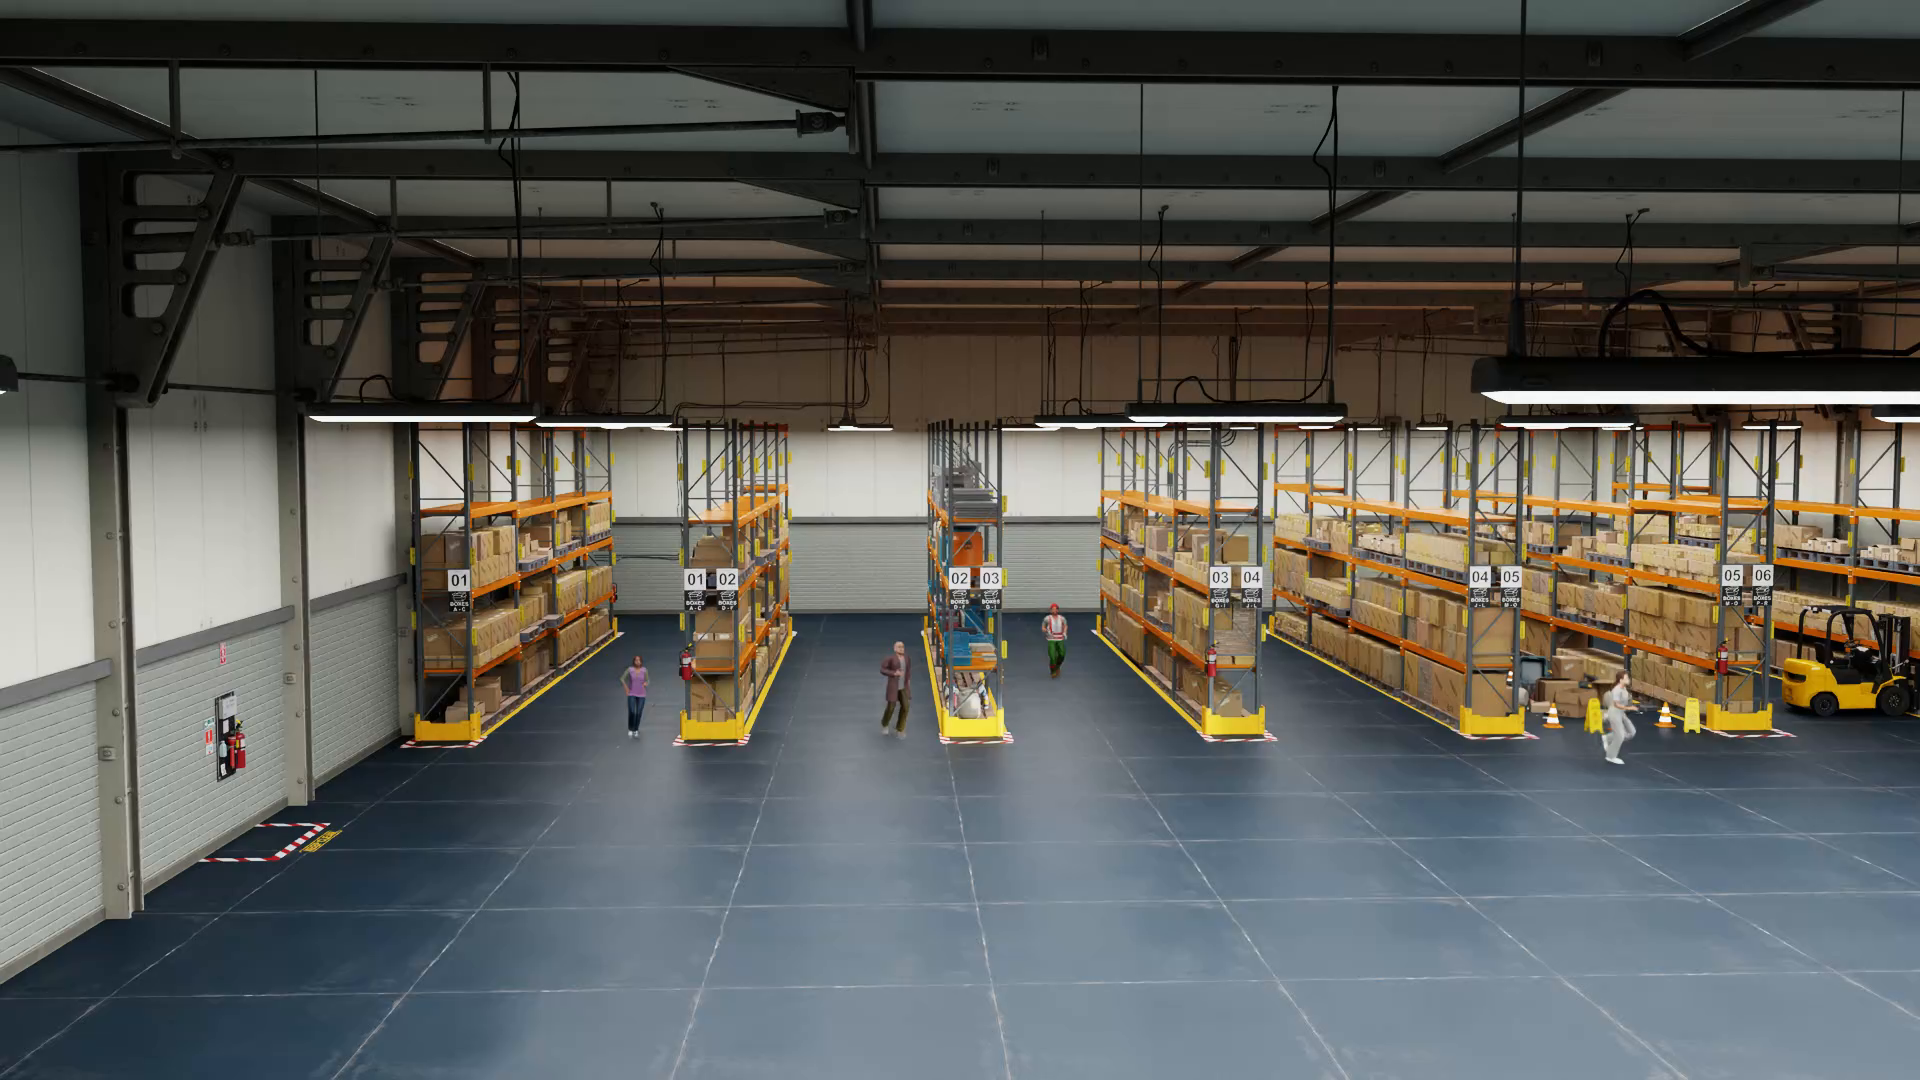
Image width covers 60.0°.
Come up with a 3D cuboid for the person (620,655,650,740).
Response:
[{"bbox_3d":[-6.058,2.943,31.123,0.534,1.592,0.636,-1,4,-19],"label":"person"}]

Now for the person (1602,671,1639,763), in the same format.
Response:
[{"bbox_3d":[11.475,3.073,28.855,0.623,1.620,0.603,3,5,39],"label":"person"}]

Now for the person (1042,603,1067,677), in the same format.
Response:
[{"bbox_3d":[2.244,2.352,38.809,0.643,1.741,0.581,-1,4,-9],"label":"person"}]

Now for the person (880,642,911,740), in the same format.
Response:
[{"bbox_3d":[-1.203,2.837,31.400,0.720,1.858,0.806,-2,4,-29],"label":"person"}]
